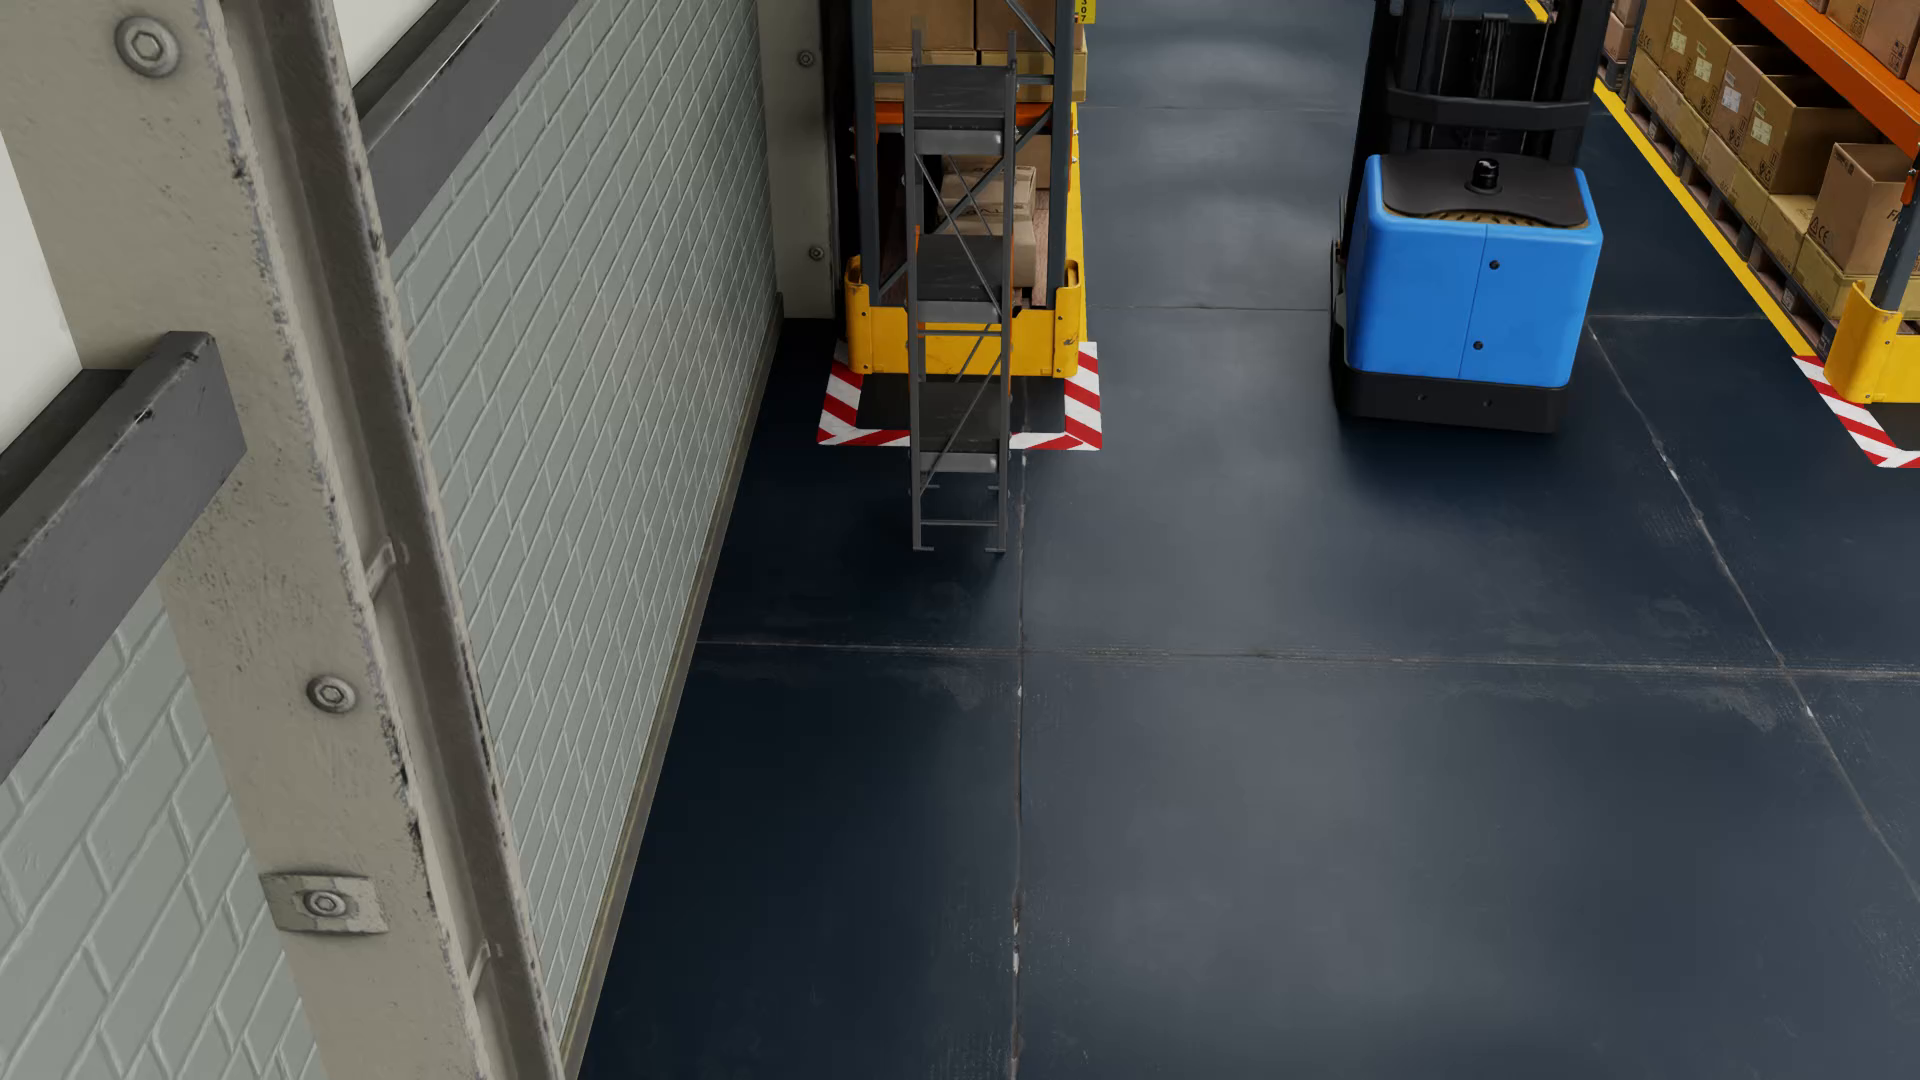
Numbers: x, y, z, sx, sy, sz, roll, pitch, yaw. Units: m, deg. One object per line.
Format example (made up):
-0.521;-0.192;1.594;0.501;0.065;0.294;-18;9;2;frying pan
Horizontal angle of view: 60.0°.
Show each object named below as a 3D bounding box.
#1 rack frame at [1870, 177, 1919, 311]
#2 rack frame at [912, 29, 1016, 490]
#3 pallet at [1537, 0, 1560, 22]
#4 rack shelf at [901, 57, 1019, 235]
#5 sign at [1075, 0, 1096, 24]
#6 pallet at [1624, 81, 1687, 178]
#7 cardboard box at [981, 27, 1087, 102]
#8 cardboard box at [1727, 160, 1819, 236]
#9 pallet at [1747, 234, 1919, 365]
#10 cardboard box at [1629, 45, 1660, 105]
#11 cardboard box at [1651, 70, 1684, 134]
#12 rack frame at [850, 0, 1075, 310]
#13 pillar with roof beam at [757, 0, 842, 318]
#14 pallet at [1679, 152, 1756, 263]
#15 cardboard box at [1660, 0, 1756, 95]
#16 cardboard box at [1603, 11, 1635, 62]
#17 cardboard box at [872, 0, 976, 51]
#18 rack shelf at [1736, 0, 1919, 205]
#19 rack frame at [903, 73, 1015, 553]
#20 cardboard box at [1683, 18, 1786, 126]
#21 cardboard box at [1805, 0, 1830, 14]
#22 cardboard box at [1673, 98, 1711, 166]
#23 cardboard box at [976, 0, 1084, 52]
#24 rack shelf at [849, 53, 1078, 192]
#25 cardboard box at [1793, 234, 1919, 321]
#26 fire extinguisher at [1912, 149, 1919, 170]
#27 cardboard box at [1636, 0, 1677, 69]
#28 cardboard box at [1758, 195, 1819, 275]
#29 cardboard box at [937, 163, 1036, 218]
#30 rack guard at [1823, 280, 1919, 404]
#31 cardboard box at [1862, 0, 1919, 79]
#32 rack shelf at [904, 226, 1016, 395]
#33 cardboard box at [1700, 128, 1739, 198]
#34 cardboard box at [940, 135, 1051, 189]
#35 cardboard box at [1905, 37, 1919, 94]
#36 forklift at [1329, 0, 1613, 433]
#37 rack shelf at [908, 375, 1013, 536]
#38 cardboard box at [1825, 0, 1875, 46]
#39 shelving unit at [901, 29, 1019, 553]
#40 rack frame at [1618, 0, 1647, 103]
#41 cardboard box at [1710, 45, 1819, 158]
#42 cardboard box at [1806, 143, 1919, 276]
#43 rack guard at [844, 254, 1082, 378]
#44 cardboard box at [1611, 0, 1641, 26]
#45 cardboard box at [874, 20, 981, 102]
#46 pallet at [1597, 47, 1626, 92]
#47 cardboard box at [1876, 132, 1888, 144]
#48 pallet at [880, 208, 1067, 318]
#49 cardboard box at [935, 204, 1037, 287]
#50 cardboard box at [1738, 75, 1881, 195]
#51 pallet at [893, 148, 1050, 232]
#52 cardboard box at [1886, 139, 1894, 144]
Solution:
4.964;-2.003;7.492;1.000;3.000;0.127;1;35;2;rack frame
0.016;-1.094;6.981;0.400;2.100;0.015;1;35;2;rack frame
5.162;-4.288;13.167;1.003;0.211;1.213;1;35;2;pallet
0.007;-1.516;6.387;0.431;0.518;0.480;1;35;2;rack shelf
0.556;-2.457;7.385;0.100;0.325;0.005;1;35;2;sign
5.051;-2.705;10.915;1.003;0.211;1.213;1;35;2;pallet
0.351;-2.336;8.078;0.500;0.250;0.500;0;35;1;cardboard box
4.717;-1.940;9.428;0.500;0.250;0.500;1;35;2;cardboard box
4.953;-1.303;8.920;1.003;0.211;1.213;1;35;2;pallet
4.803;-3.089;11.063;0.500;0.250;0.500;1;35;2;cardboard box
4.778;-2.802;10.654;0.500;0.250;0.500;1;35;2;cardboard box
0.014;-2.116;7.652;1.000;3.000;0.127;1;35;2;rack frame
3.480;-4.893;6.386;9.100;9.000;0.400;1;35;2;pillar with roof beam
5.005;-2.002;9.915;1.003;0.211;1.213;1;35;2;pallet
4.781;-3.109;10.438;0.500;0.500;0.500;1;35;2;cardboard box
4.852;-3.593;11.780;0.500;0.250;0.500;1;35;1;cardboard box
-0.179;-2.645;7.866;0.500;0.500;0.500;1;35;1;cardboard box
5.044;-2.858;9.334;1.077;0.370;4.000;1;35;2;rack shelf
-0.003;-0.814;6.582;0.400;2.100;0.015;1;35;2;rack frame
4.753;-2.821;10.030;0.500;0.500;0.500;1;35;2;cardboard box
5.055;-3.202;9.110;0.700;0.500;0.500;2;35;3;cardboard box
4.753;-2.515;10.246;0.500;0.250;0.500;1;35;2;cardboard box
0.334;-2.637;7.854;0.500;0.500;0.500;1;35;2;cardboard box
0.095;-2.970;9.494;1.077;0.370;4.000;1;35;2;rack shelf
4.690;-1.365;8.610;0.500;0.250;0.500;1;35;2;cardboard box
4.495;-1.915;7.433;0.296;0.674;0.183;1;35;2;fire extinguisher
4.793;-3.396;10.847;0.500;0.500;0.500;1;35;2;cardboard box
4.698;-1.653;9.019;0.500;0.250;0.500;1;35;2;cardboard box
0.155;-1.919;9.327;0.500;0.311;0.500;4;35;6;cardboard box
4.963;-0.967;8.191;1.175;0.500;0.348;1;35;2;rack guard
5.012;-2.614;8.274;0.700;0.500;0.500;2;35;3;cardboard box
0.007;-0.943;6.789;0.431;0.518;0.480;1;35;2;rack shelf
4.739;-2.227;9.837;0.500;0.250;0.500;1;35;2;cardboard box
0.234;-2.416;9.871;0.700;0.500;0.500;-1;35;-1;cardboard box
4.996;-2.312;7.844;0.700;0.500;0.500;1;35;2;cardboard box
2.603;-2.544;8.321;1.130;2.935;3.031;6;36;9;forklift
0.007;-0.370;7.192;0.431;0.518;0.480;1;35;2;rack shelf
5.038;-2.899;8.680;0.700;0.500;0.500;2;35;2;cardboard box
0.007;-0.954;6.782;0.431;2.100;0.503;1;35;2;shelving unit
5.125;-4.302;10.762;1.000;3.000;0.127;1;35;2;rack frame
4.735;-2.534;9.621;0.500;0.500;0.500;1;35;2;cardboard box
4.688;-1.672;8.394;0.500;0.500;0.500;1;35;2;cardboard box
0.017;-1.137;8.433;1.175;0.500;0.348;1;35;2;rack guard
4.855;-3.817;11.611;0.500;0.311;0.500;1;35;2;cardboard box
-0.161;-2.336;8.078;0.500;0.250;0.500;2;35;3;cardboard box
5.115;-3.585;12.167;1.003;0.211;1.213;1;35;2;pallet
5.233;-2.235;9.195;0.500;0.500;0.500;1;35;2;cardboard box
0.085;-1.484;9.179;1.003;0.211;1.213;1;35;2;pallet
0.132;-1.591;8.861;0.500;0.311;0.500;-2;35;-3;cardboard box
4.714;-2.247;9.212;0.500;0.500;0.500;1;35;2;cardboard box
0.137;-2.184;10.173;1.003;0.211;1.213;1;35;2;pallet
5.226;-1.947;8.786;0.500;0.500;0.500;1;35;2;cardboard box
